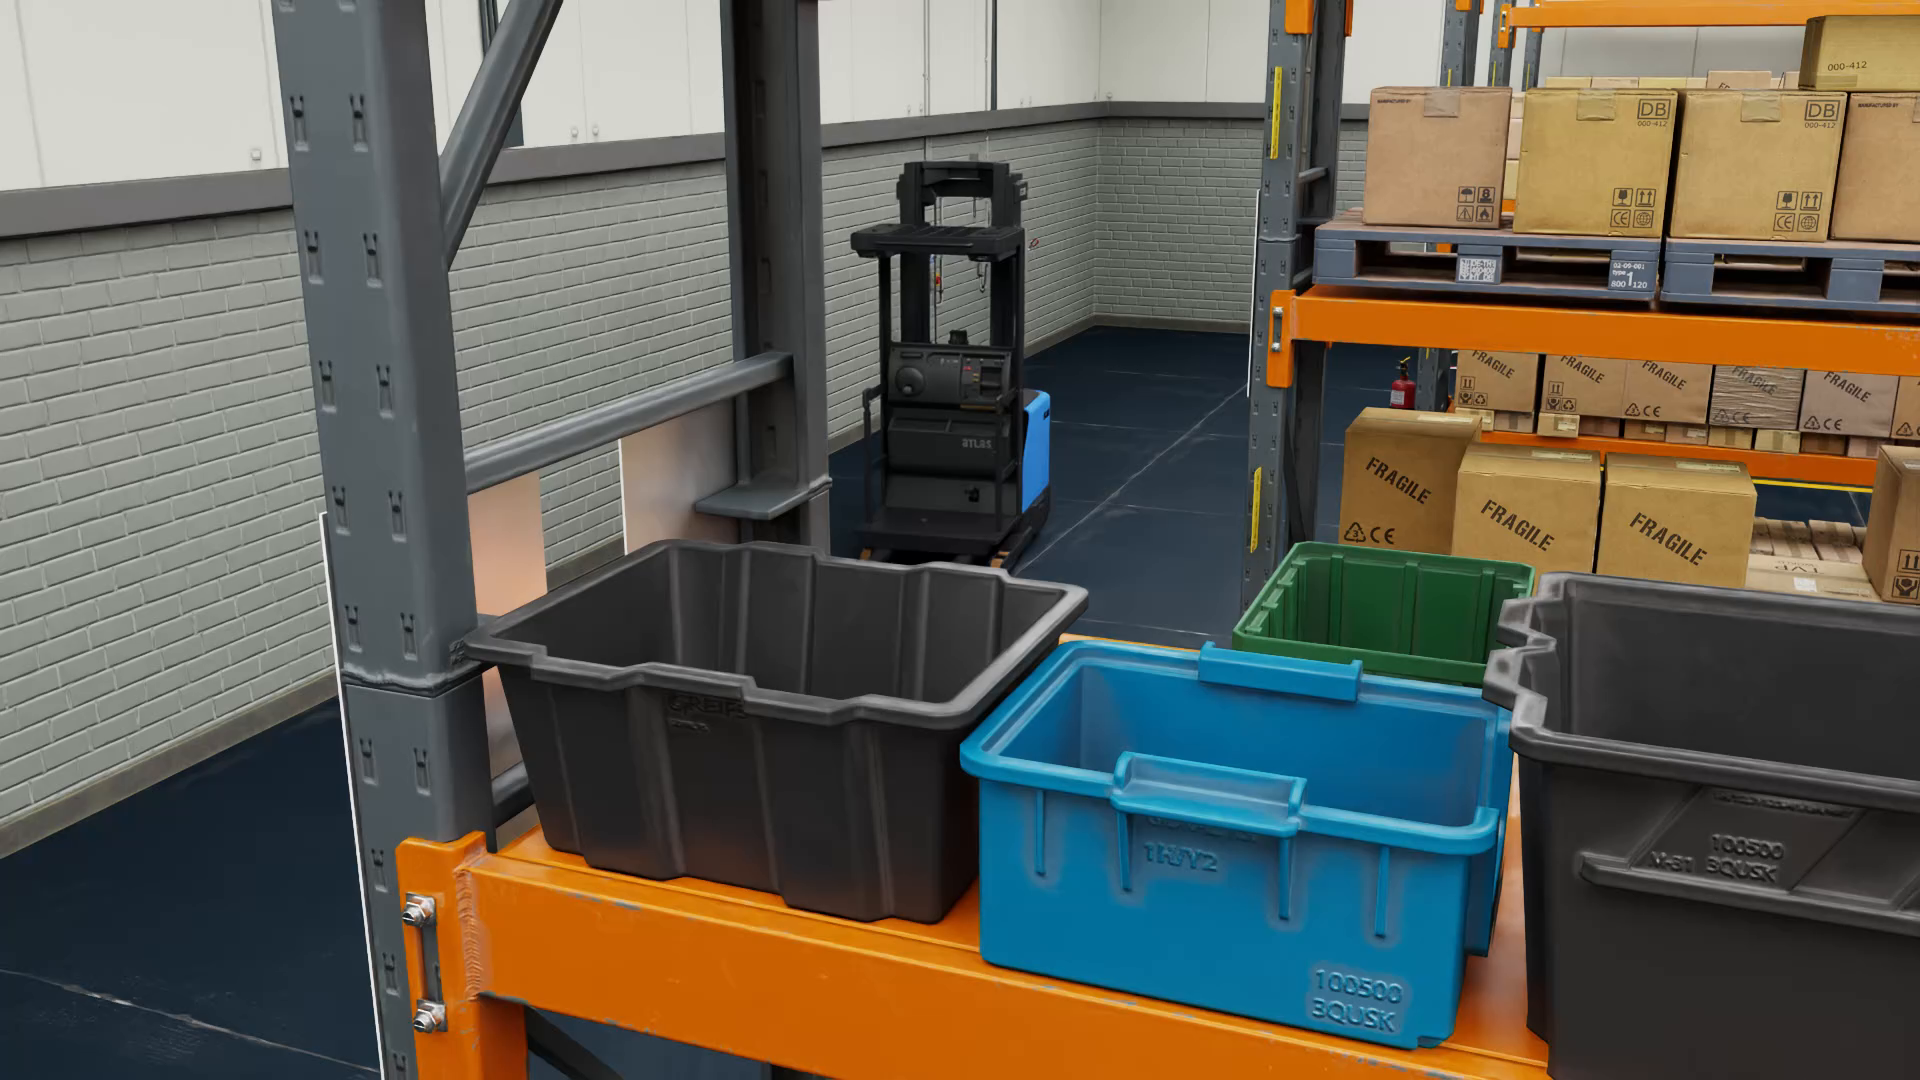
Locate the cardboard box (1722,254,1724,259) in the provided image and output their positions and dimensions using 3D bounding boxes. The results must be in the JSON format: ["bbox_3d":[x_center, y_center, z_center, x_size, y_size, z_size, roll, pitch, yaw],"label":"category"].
[{"bbox_3d":[6.774,-2.630,14.879,0.500,0.500,0.500,6,17,21],"label":"cardboard box"}]

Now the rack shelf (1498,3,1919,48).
[{"bbox_3d":[6.864,-4.516,14.596,4.000,0.370,1.077,6,17,21],"label":"rack shelf"}]

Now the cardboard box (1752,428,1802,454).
[{"bbox_3d":[5.170,-0.663,10.527,0.250,0.149,0.380,7,17,22],"label":"cardboard box"}]

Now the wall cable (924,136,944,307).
[{"bbox_3d":[-0.251,-3.451,17.802,0.123,1.953,0.585,6,17,21],"label":"wall cable"}]

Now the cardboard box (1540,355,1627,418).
[{"bbox_3d":[4.104,-1.108,10.897,0.500,0.500,0.500,6,17,21],"label":"cardboard box"}]

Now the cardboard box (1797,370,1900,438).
[{"bbox_3d":[5.503,-0.945,10.337,0.500,0.500,0.500,6,17,20],"label":"cardboard box"}]

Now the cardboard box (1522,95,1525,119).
[{"bbox_3d":[3.729,-2.760,10.578,0.250,0.149,0.380,7,18,23],"label":"cardboard box"}]

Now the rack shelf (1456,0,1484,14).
[{"bbox_3d":[5.141,-3.412,10.083,4.000,0.370,1.077,6,17,21],"label":"rack shelf"}]

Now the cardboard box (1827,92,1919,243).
[{"bbox_3d":[3.405,-1.347,5.941,0.500,0.500,0.700,7,18,23],"label":"cardboard box"}]

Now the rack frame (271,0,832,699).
[{"bbox_3d":[-0.450,-1.403,1.867,0.127,3.000,1.000,6,17,21],"label":"rack frame"}]

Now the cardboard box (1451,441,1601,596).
[{"bbox_3d":[2.180,-0.068,6.417,0.500,0.500,0.500,6,17,19],"label":"cardboard box"}]

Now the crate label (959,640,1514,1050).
[{"bbox_3d":[0.289,0.287,1.692,0.502,0.251,0.408,6,17,21],"label":"crate label"}]

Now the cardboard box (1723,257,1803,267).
[{"bbox_3d":[5.024,-1.479,10.382,0.500,0.500,0.500,6,17,19],"label":"cardboard box"}]

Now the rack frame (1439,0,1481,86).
[{"bbox_3d":[3.281,-3.964,10.687,0.127,3.000,1.000,6,17,21],"label":"rack frame"}]

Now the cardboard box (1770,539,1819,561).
[{"bbox_3d":[5.335,0.125,10.657,0.250,0.149,0.380,6,17,19],"label":"cardboard box"}]

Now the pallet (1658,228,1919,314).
[{"bbox_3d":[3.200,-1.007,6.042,1.213,0.211,1.003,6,17,21],"label":"pallet"}]

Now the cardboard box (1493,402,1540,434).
[{"bbox_3d":[3.714,-0.829,11.099,0.250,0.149,0.380,7,18,23],"label":"cardboard box"}]

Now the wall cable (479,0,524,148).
[{"bbox_3d":[-2.628,-5.705,10.915,0.120,5.999,2.277,6,17,21],"label":"wall cable"}]

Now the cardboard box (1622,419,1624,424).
[{"bbox_3d":[4.625,-0.891,11.312,0.250,0.149,0.380,5,17,18],"label":"cardboard box"}]

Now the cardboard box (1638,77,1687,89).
[{"bbox_3d":[8.080,-5.201,19.167,0.500,0.250,0.500,6,17,20],"label":"cardboard box"}]

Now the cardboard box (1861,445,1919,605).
[{"bbox_3d":[3.795,-0.048,6.350,0.500,0.500,0.500,6,17,19],"label":"cardboard box"}]

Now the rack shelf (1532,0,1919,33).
[{"bbox_3d":[8.681,-5.994,18.977,4.000,0.370,1.077,6,17,21],"label":"rack shelf"}]

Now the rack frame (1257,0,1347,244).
[{"bbox_3d":[1.367,-2.688,6.292,0.127,3.000,1.000,6,17,21],"label":"rack frame"}]

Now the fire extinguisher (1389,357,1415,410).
[{"bbox_3d":[3.216,-1.012,12.088,0.183,0.674,0.296,6,17,21],"label":"fire extinguisher"}]

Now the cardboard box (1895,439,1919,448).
[{"bbox_3d":[5.929,-0.607,10.334,0.250,0.149,0.380,6,17,19],"label":"cardboard box"}]

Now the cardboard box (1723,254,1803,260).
[{"bbox_3d":[5.249,-1.616,10.853,0.500,0.500,0.500,6,17,19],"label":"cardboard box"}]

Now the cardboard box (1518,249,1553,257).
[{"bbox_3d":[3.601,-1.639,10.934,0.500,0.500,0.500,6,17,20],"label":"cardboard box"}]

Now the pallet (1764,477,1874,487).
[{"bbox_3d":[8.046,-0.727,15.299,1.213,0.211,1.003,6,17,21],"label":"pallet"}]

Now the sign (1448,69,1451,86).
[{"bbox_3d":[3.082,-2.802,10.499,0.005,0.325,0.100,6,17,21],"label":"sign"}]

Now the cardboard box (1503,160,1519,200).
[{"bbox_3d":[3.605,-2.339,10.740,0.500,0.250,0.500,7,18,23],"label":"cardboard box"}]

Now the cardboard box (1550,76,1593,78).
[{"bbox_3d":[7.337,-5.443,20.002,0.500,0.250,0.500,6,17,19],"label":"cardboard box"}]

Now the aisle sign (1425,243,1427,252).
[{"bbox_3d":[3.103,-2.261,10.919,0.004,0.787,0.394,6,17,21],"label":"aisle sign"}]

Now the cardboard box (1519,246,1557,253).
[{"bbox_3d":[3.798,-1.772,11.390,0.500,0.500,0.500,6,17,19],"label":"cardboard box"}]

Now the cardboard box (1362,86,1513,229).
[{"bbox_3d":[1.870,-1.506,6.488,0.500,0.500,0.700,5,17,17],"label":"cardboard box"}]

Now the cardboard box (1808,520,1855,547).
[{"bbox_3d":[5.812,-0.006,11.106,0.250,0.149,0.380,7,17,22],"label":"cardboard box"}]

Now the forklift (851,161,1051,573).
[{"bbox_3d":[-0.130,-1.228,12.147,1.130,2.935,3.031,4,17,14],"label":"forklift"}]

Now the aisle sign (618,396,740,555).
[{"bbox_3d":[-0.410,0.146,2.628,0.004,0.787,0.394,6,17,21],"label":"aisle sign"}]

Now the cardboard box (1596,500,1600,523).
[{"bbox_3d":[4.367,-0.179,11.702,0.250,0.149,0.380,6,17,19],"label":"cardboard box"}]

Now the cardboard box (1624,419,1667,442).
[{"bbox_3d":[4.479,-0.762,10.870,0.250,0.149,0.380,6,17,20],"label":"cardboard box"}]

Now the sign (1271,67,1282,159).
[{"bbox_3d":[1.158,-1.562,6.083,0.005,0.325,0.100,6,17,21],"label":"sign"}]
